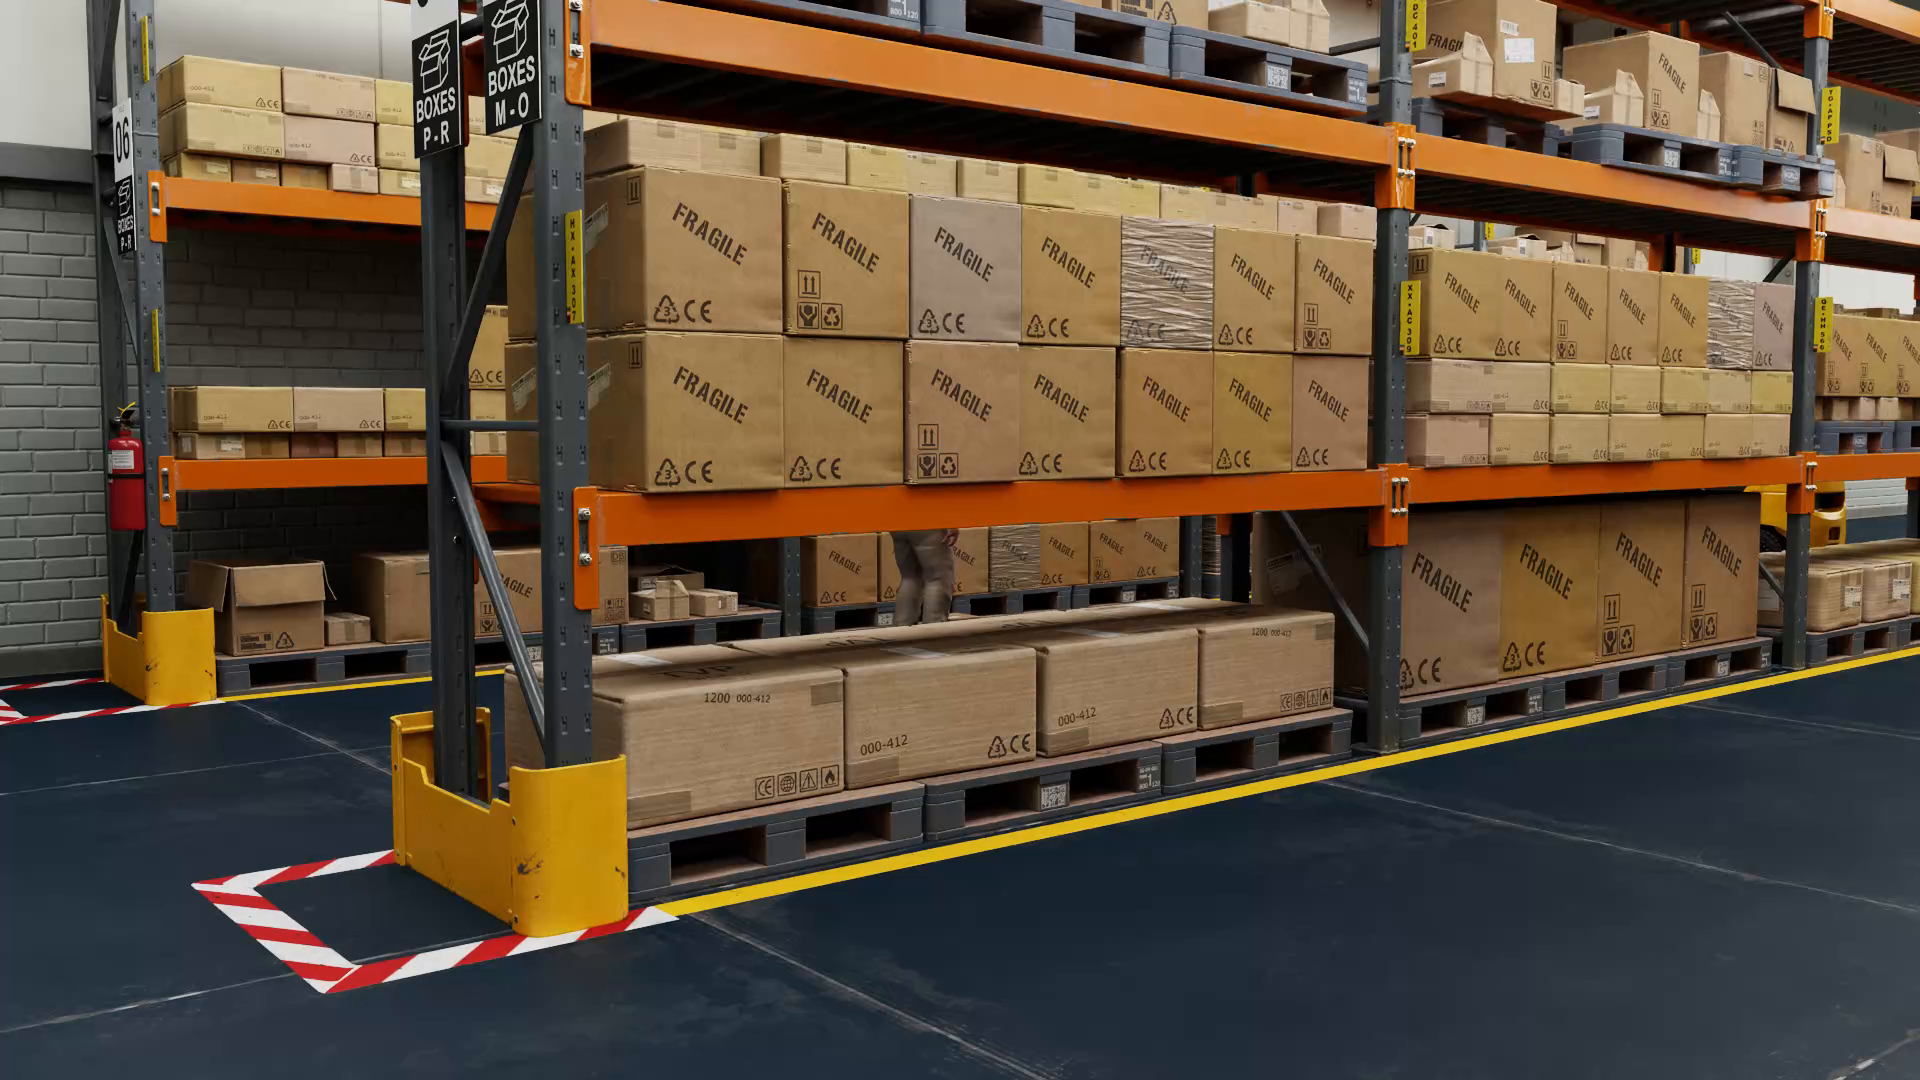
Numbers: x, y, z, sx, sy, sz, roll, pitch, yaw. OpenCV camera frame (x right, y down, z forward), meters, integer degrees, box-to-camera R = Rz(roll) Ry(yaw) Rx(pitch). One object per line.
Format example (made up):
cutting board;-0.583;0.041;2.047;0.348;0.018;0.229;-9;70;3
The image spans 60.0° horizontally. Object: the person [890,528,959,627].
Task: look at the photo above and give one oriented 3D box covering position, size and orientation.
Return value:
person;-0.232;-0.110;10.552;0.390;1.727;0.585;-3;5;-39
